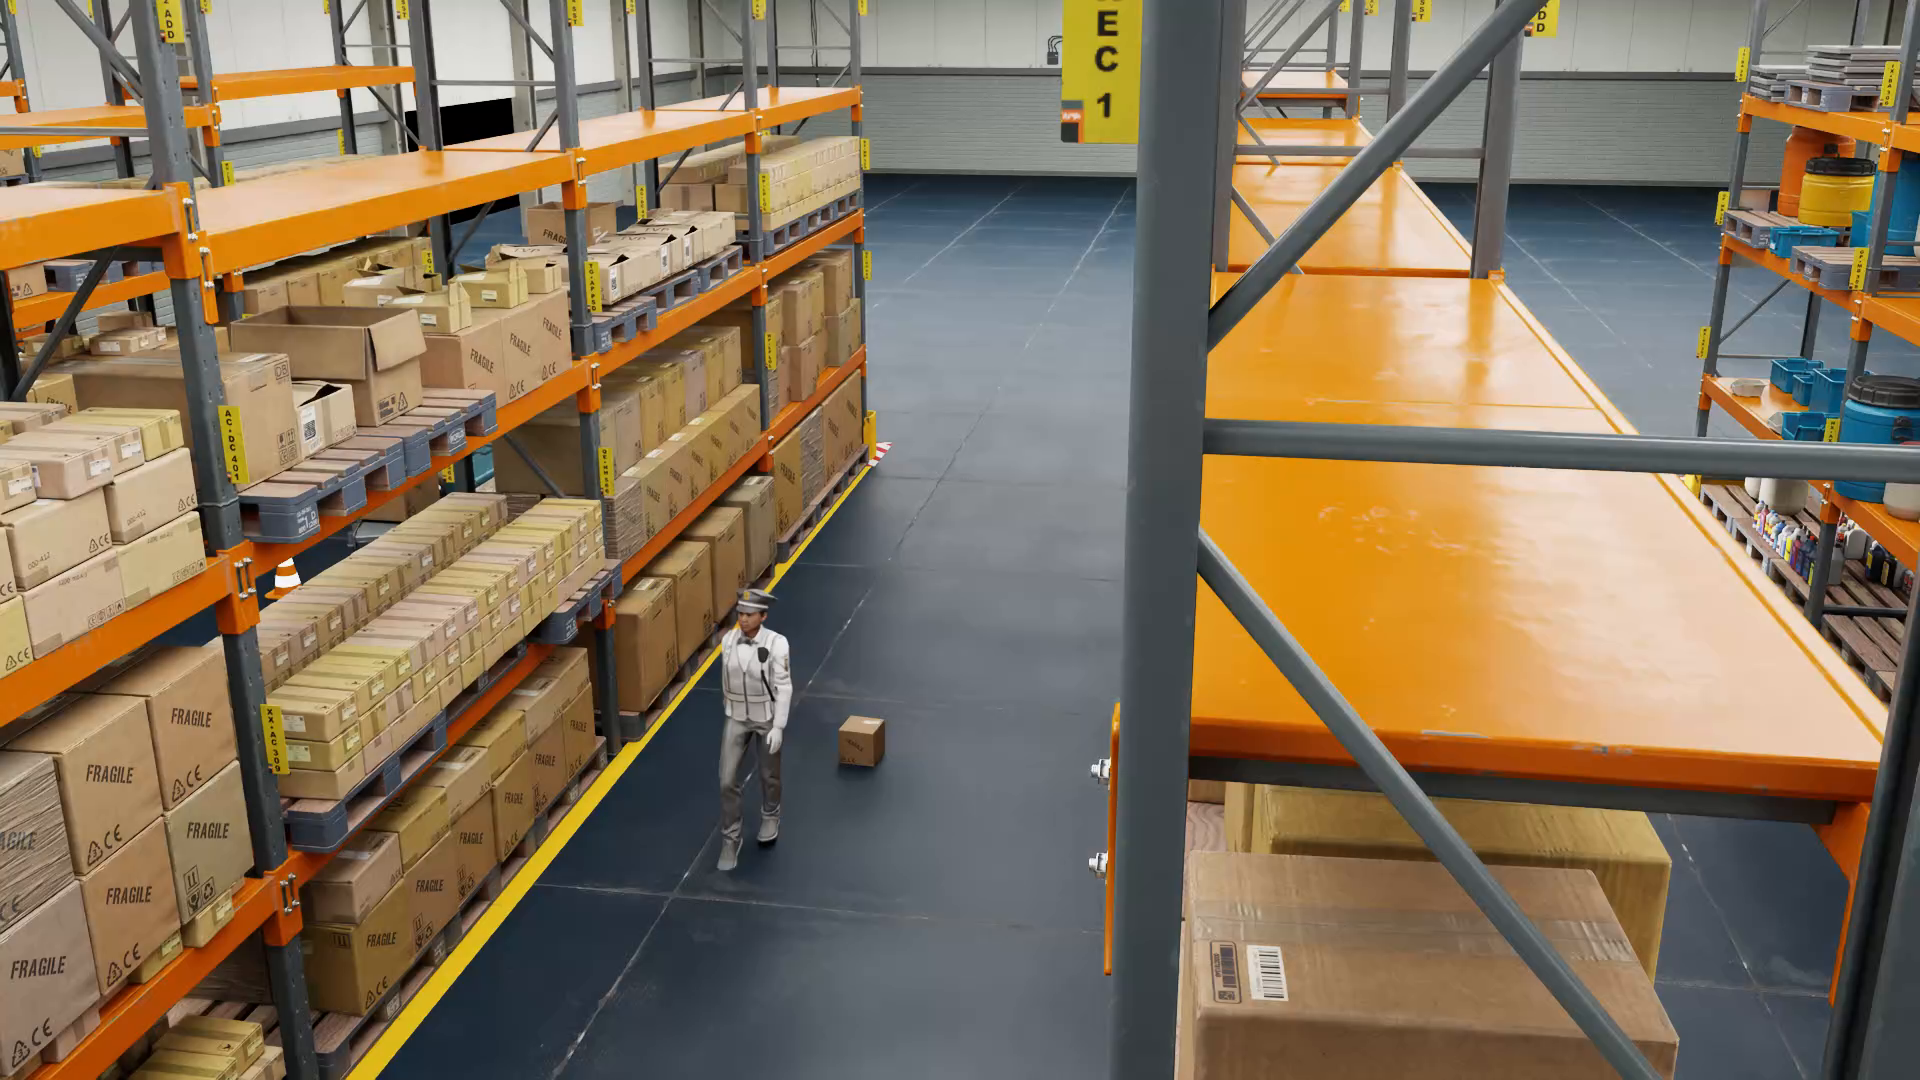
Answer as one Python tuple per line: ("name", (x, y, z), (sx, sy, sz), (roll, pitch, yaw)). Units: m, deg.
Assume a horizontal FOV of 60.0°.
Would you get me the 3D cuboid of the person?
("person", (-1.242, 1.129, 10.023), (0.485, 1.751, 0.610), (3, 18, 10))
